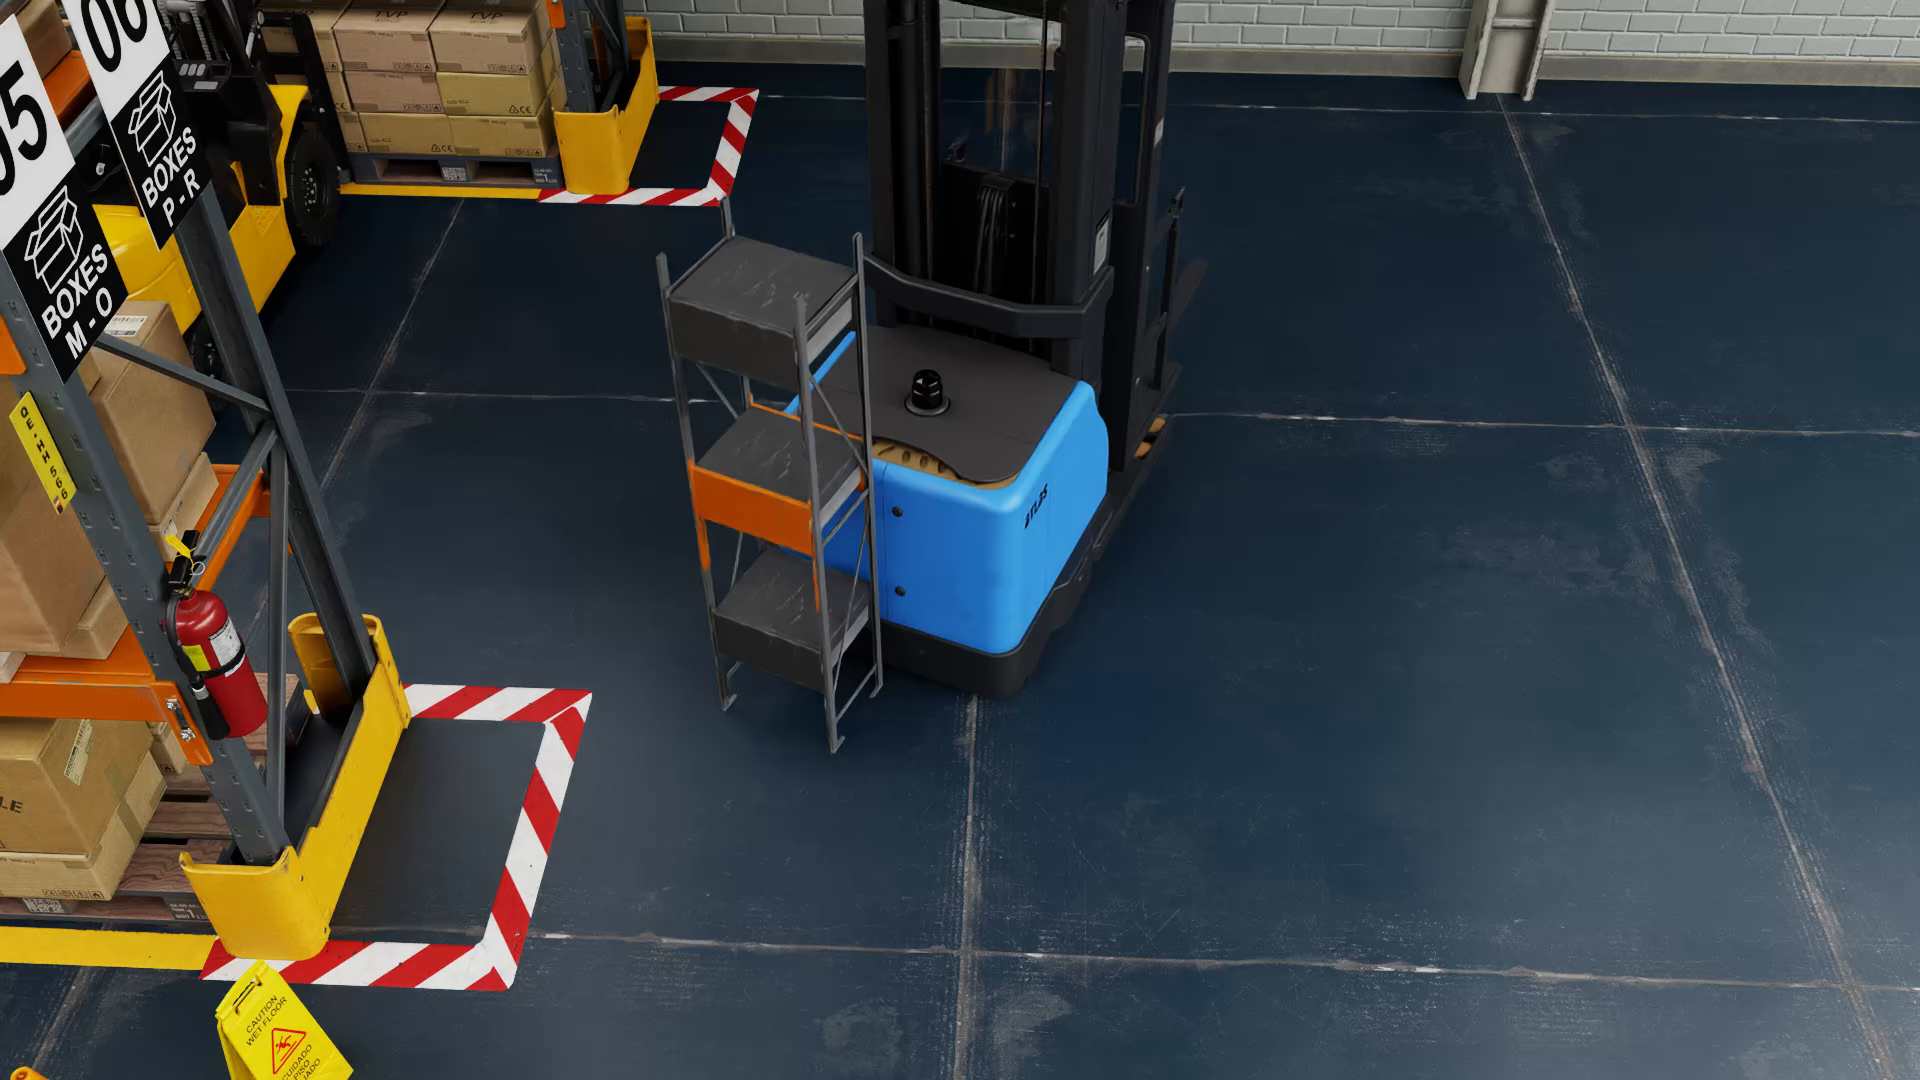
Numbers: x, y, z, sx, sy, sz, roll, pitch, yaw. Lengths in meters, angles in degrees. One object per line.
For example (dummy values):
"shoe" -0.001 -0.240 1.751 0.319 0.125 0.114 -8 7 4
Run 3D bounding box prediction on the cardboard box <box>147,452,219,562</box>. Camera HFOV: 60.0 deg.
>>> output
"cardboard box" -2.598 -0.114 5.356 0.250 0.149 0.380 2 43 2

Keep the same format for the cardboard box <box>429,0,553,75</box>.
"cardboard box" -2.523 -2.750 8.976 0.500 0.250 0.500 3 43 3

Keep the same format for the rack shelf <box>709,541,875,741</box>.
"rack shelf" -0.620 0.378 6.351 0.480 0.518 0.431 19 46 19

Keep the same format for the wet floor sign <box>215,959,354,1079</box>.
"wet floor sign" -2.127 1.542 5.122 0.232 0.644 0.267 16 45 16

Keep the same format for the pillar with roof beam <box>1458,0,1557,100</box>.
"pillar with roof beam" 3.096 -3.149 4.028 0.400 9.000 9.100 2 43 2

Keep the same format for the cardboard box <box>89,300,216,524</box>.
"cardboard box" -2.729 -0.403 5.191 0.500 0.500 0.500 1 43 1

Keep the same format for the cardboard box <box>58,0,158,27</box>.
"cardboard box" -4.567 -2.812 9.044 0.500 0.250 0.500 3 43 3

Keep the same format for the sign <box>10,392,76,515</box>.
"sign" -2.313 -0.216 4.200 0.005 0.325 0.100 2 43 2

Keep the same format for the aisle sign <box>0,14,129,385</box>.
"aisle sign" -2.220 -0.806 4.008 0.004 0.787 0.394 2 43 2

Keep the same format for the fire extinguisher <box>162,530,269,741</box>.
"fire extinguisher" -2.175 0.291 4.793 0.183 0.674 0.296 2 43 2

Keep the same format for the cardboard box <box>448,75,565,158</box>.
"cardboard box" -2.532 -2.381 9.315 0.500 0.250 0.500 2 43 2

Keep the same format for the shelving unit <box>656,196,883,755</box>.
"shelving unit" -0.620 -0.144 5.865 0.503 2.100 0.431 19 46 19

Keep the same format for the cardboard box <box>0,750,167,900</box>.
"cardboard box" -3.112 0.956 5.733 0.500 0.250 0.500 2 43 2

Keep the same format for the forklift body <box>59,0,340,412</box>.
"forklift body" -4.025 -1.940 7.754 1.214 2.155 2.313 2 43 2

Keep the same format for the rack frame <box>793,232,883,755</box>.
"rack frame" -0.402 -0.071 5.786 0.015 2.100 0.400 19 46 19

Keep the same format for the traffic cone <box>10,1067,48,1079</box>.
"traffic cone" -2.756 1.739 5.044 0.334 0.463 0.336 2 43 2

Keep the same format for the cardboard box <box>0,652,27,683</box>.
"cardboard box" -2.910 0.240 4.976 0.250 0.149 0.380 1 43 1

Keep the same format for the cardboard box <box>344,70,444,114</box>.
"cardboard box" -3.049 -2.590 9.172 0.500 0.250 0.500 1 43 1

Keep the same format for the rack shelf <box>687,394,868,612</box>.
"rack shelf" -0.620 -0.134 5.874 0.480 0.518 0.431 19 46 19

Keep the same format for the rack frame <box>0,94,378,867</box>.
"rack frame" -2.268 -0.054 5.108 0.127 3.000 1.000 2 43 2

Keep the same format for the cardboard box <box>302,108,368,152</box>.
"cardboard box" -3.528 -2.424 9.361 0.500 0.250 0.500 2 43 2

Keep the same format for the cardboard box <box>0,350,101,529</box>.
"cardboard box" -2.789 -0.433 4.489 0.500 0.500 0.700 1 43 1

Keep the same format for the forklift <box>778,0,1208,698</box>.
"forklift" 0.332 -1.466 6.674 1.130 2.935 3.031 17 46 17

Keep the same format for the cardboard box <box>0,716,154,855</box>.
"cardboard box" -3.081 0.677 5.482 0.500 0.500 0.500 2 43 2

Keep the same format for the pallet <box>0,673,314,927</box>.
"pallet" -3.154 0.915 6.113 1.213 0.211 1.003 2 43 2

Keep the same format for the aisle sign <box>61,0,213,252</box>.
"aisle sign" -2.193 -1.215 4.446 0.004 0.787 0.394 2 43 2

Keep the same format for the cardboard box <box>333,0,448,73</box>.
"cardboard box" -3.033 -2.761 8.989 0.500 0.250 0.500 2 43 3

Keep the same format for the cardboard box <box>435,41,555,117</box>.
"cardboard box" -2.549 -2.567 9.147 0.500 0.250 0.500 1 43 1

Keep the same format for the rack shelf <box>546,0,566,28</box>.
"rack shelf" -4.047 -3.233 9.047 4.000 0.370 1.077 2 43 2

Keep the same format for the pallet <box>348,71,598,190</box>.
"pallet" -2.814 -2.409 9.681 1.213 0.211 1.003 2 43 2

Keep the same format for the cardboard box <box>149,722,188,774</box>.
"cardboard box" -3.062 0.585 6.130 0.500 0.250 0.500 1 43 2

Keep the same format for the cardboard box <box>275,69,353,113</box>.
"cardboard box" -3.566 -2.591 9.173 0.500 0.250 0.500 1 43 1

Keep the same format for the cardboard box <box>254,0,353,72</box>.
"cardboard box" -3.538 -2.770 8.998 0.500 0.250 0.500 2 43 2

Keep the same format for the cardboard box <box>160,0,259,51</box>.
"cardboard box" -4.043 -2.791 9.021 0.500 0.250 0.500 1 43 1

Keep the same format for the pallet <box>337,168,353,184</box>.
"pallet" -4.030 -2.448 9.723 1.213 0.211 1.003 2 43 2

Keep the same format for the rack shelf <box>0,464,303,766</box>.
"rack shelf" -4.266 0.148 5.419 4.000 0.370 1.077 2 43 2

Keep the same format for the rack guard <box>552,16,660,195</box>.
"rack guard" -2.025 -2.519 9.587 0.348 0.500 1.175 2 43 2

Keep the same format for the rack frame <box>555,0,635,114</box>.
"rack frame" -2.049 -3.434 8.736 0.127 3.000 1.000 2 43 2

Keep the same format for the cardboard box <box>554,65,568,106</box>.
"cardboard box" -2.530 -2.730 9.689 0.500 0.250 0.500 2 43 2

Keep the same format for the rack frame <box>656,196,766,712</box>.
"rack frame" -0.839 -0.218 5.943 0.015 2.100 0.400 19 46 19

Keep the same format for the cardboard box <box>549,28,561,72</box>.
"cardboard box" -2.509 -2.921 9.527 0.500 0.250 0.500 2 43 3

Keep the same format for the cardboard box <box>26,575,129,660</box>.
"cardboard box" -2.652 0.172 5.049 0.250 0.149 0.380 3 43 3

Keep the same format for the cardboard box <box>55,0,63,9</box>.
"cardboard box" -5.065 -2.819 9.052 0.500 0.250 0.500 2 43 2

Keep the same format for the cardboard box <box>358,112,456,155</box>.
"cardboard box" -3.029 -2.403 9.338 0.500 0.250 0.500 2 43 2

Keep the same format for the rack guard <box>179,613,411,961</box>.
"rack guard" -2.344 0.858 5.962 0.348 0.500 1.175 2 43 2

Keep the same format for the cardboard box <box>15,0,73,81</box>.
"cardboard box" -2.585 -1.291 4.419 0.250 0.149 0.380 2 43 2

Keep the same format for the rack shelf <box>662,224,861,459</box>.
"rack shelf" -0.620 -0.647 5.397 0.480 0.518 0.431 19 46 19

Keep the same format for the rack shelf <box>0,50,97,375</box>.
"rack shelf" -4.266 -0.950 4.396 4.000 0.370 1.077 2 43 2

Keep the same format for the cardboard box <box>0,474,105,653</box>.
"cardboard box" -2.823 -0.029 4.789 0.500 0.500 0.500 1 43 1

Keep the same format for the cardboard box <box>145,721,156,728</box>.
"cardboard box" -3.086 0.310 5.875 0.500 0.500 0.500 0 43 0
